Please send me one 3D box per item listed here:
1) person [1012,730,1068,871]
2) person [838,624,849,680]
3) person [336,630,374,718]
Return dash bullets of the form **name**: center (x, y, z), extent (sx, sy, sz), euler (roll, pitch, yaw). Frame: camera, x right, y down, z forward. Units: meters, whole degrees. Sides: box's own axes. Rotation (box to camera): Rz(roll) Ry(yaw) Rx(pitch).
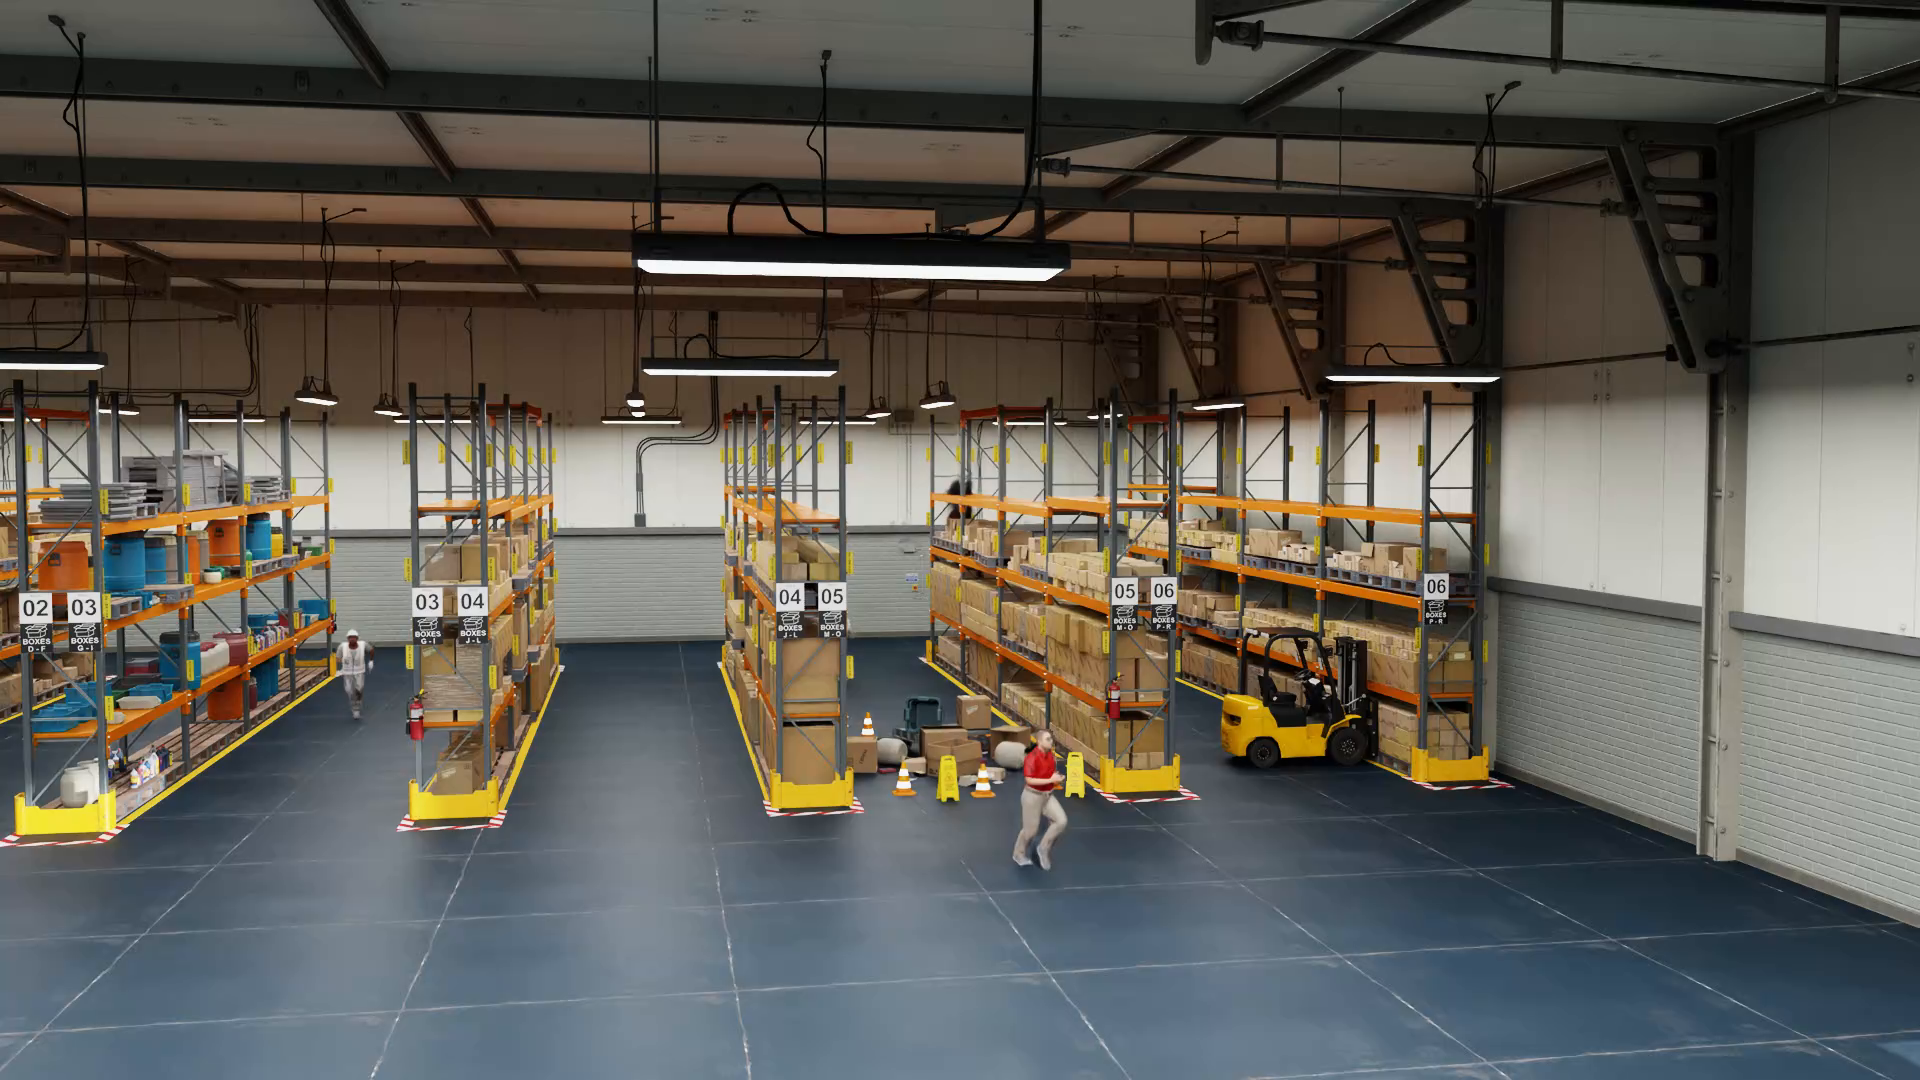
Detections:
- **person**: center (0.967, 3.131, 20.020), extent (0.827, 1.717, 0.694), euler (2, 4, 39)
- **person**: center (-2.754, 2.298, 37.121), extent (0.575, 1.627, 0.599), euler (-1, 3, -13)
- **person**: center (-11.456, 2.541, 31.475), extent (0.667, 1.707, 0.742), euler (-1, 3, -14)
